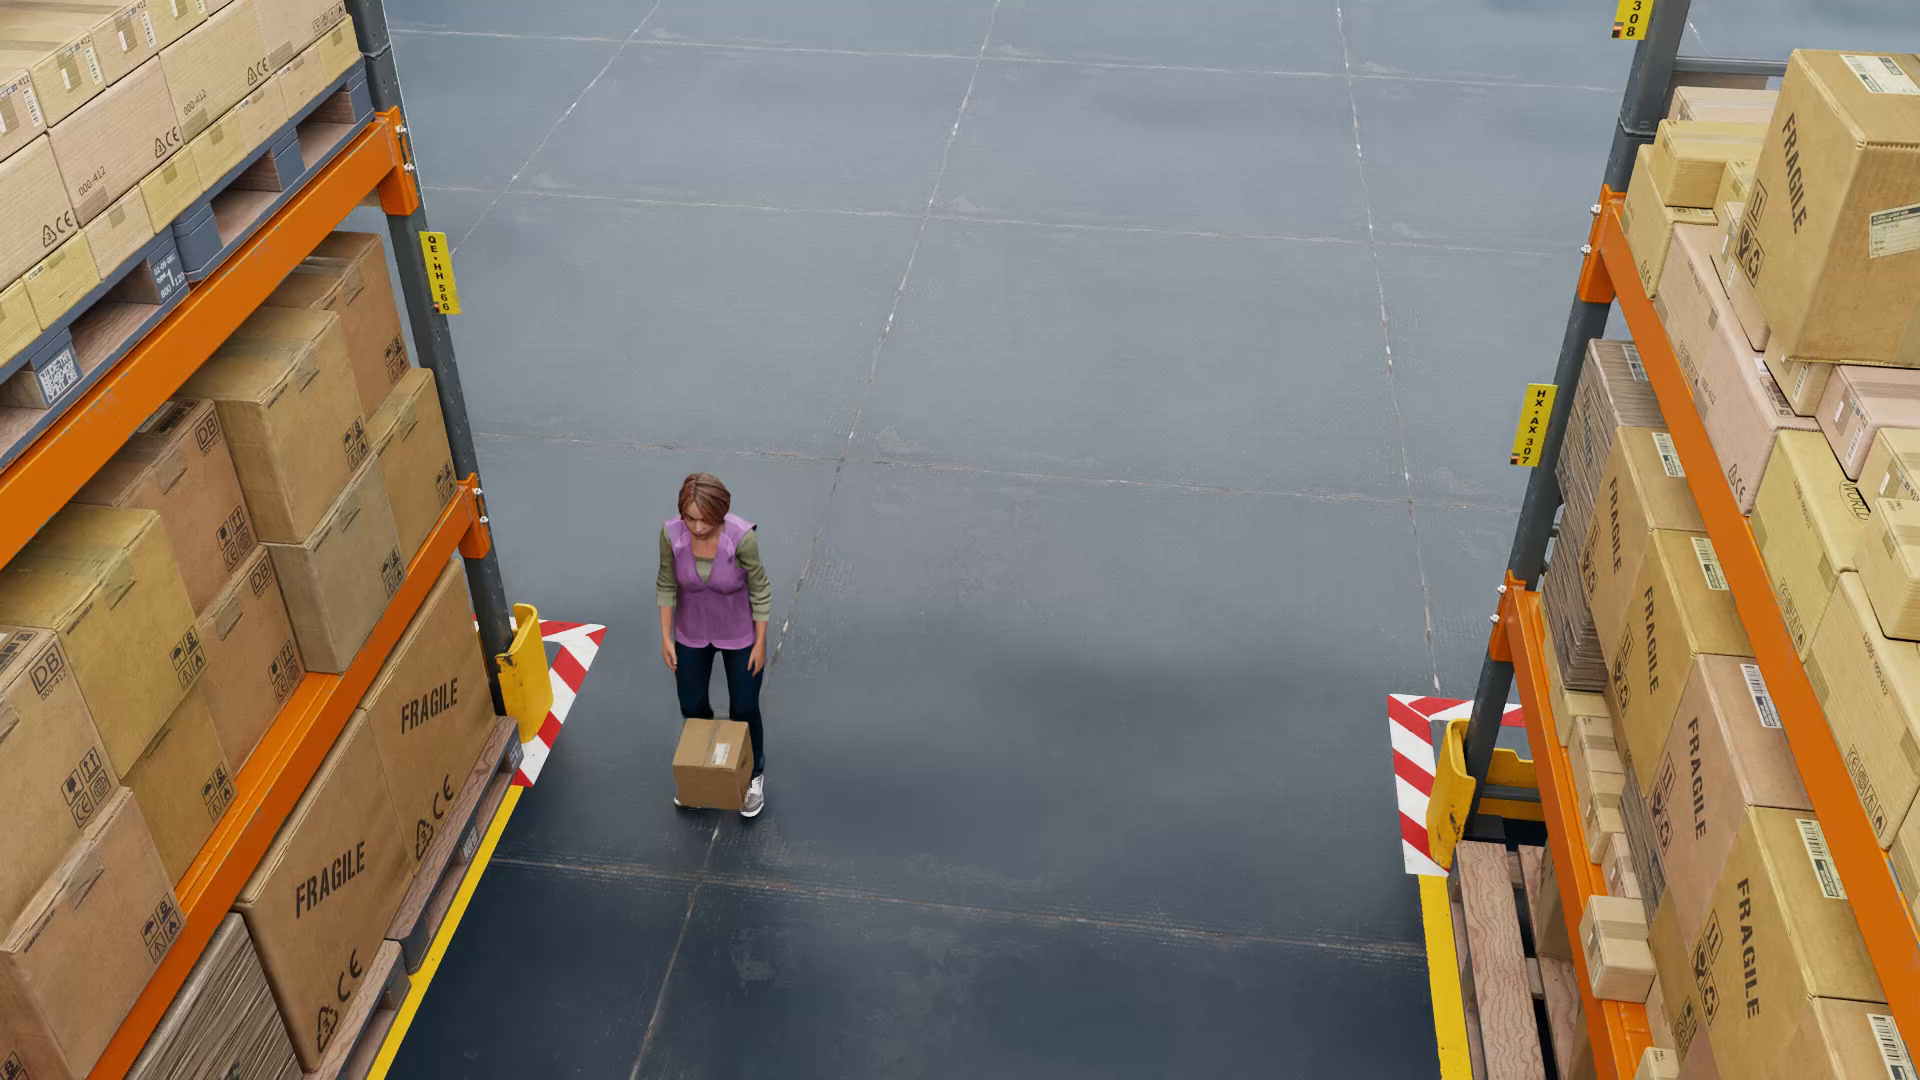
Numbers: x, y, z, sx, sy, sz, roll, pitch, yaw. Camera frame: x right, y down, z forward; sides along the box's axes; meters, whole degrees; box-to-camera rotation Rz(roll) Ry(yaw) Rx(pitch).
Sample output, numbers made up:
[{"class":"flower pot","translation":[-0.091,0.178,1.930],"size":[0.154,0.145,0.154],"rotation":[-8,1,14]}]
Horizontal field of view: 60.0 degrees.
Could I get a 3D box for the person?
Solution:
[{"class":"person","translation":[-0.952,0.396,6.510],"size":[0.455,1.596,0.373],"rotation":[4,37,5]}]
